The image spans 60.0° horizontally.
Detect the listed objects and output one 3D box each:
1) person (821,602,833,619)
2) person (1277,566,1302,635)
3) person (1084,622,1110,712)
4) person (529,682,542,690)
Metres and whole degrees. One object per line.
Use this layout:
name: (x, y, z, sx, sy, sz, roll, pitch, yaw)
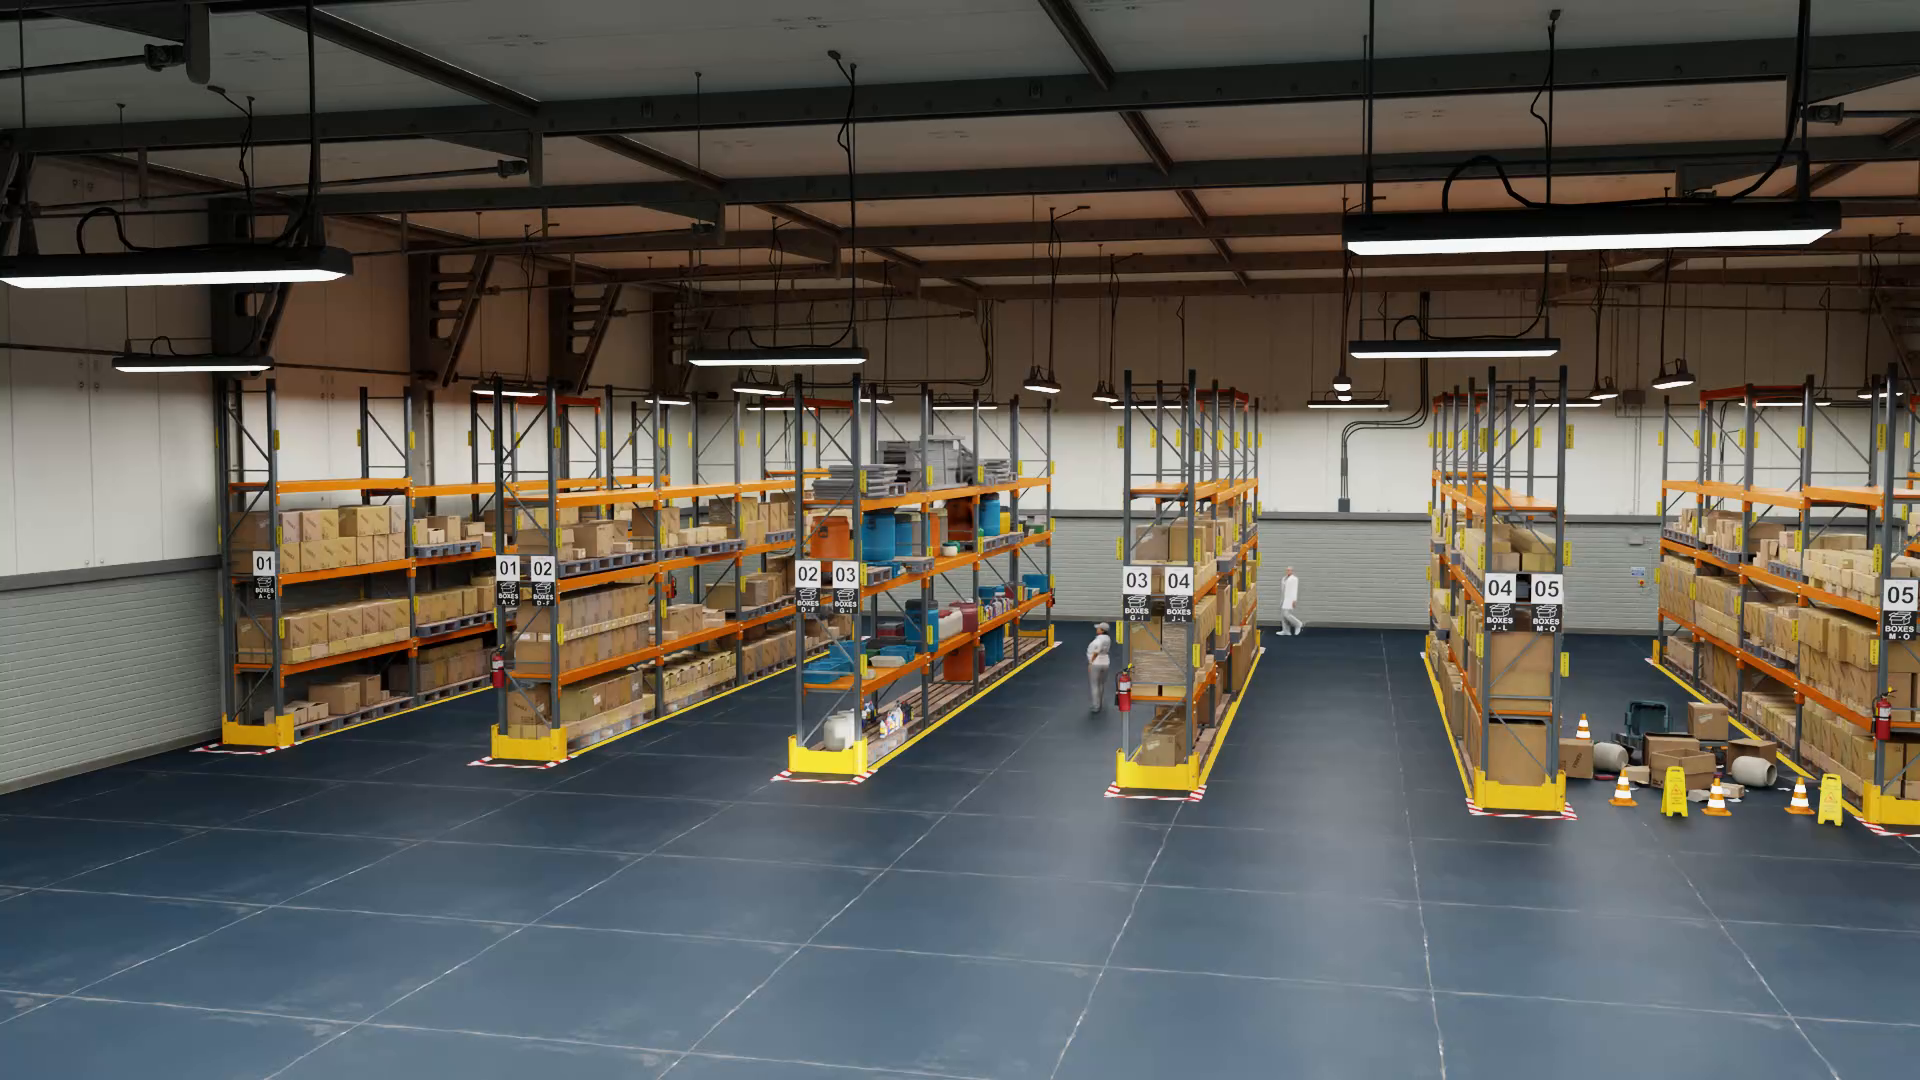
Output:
person: (-3.375, 1.585, 42.982, 1.037, 1.619, 0.581, 0, 3, 4)
person: (8.417, 1.554, 42.495, 0.611, 1.767, 0.603, -1, 3, -11)
person: (2.485, 2.338, 30.834, 0.501, 1.651, 0.629, -3, 5, -42)
person: (-8.068, 2.222, 32.059, 0.447, 1.693, 0.464, -3, 4, -40)
